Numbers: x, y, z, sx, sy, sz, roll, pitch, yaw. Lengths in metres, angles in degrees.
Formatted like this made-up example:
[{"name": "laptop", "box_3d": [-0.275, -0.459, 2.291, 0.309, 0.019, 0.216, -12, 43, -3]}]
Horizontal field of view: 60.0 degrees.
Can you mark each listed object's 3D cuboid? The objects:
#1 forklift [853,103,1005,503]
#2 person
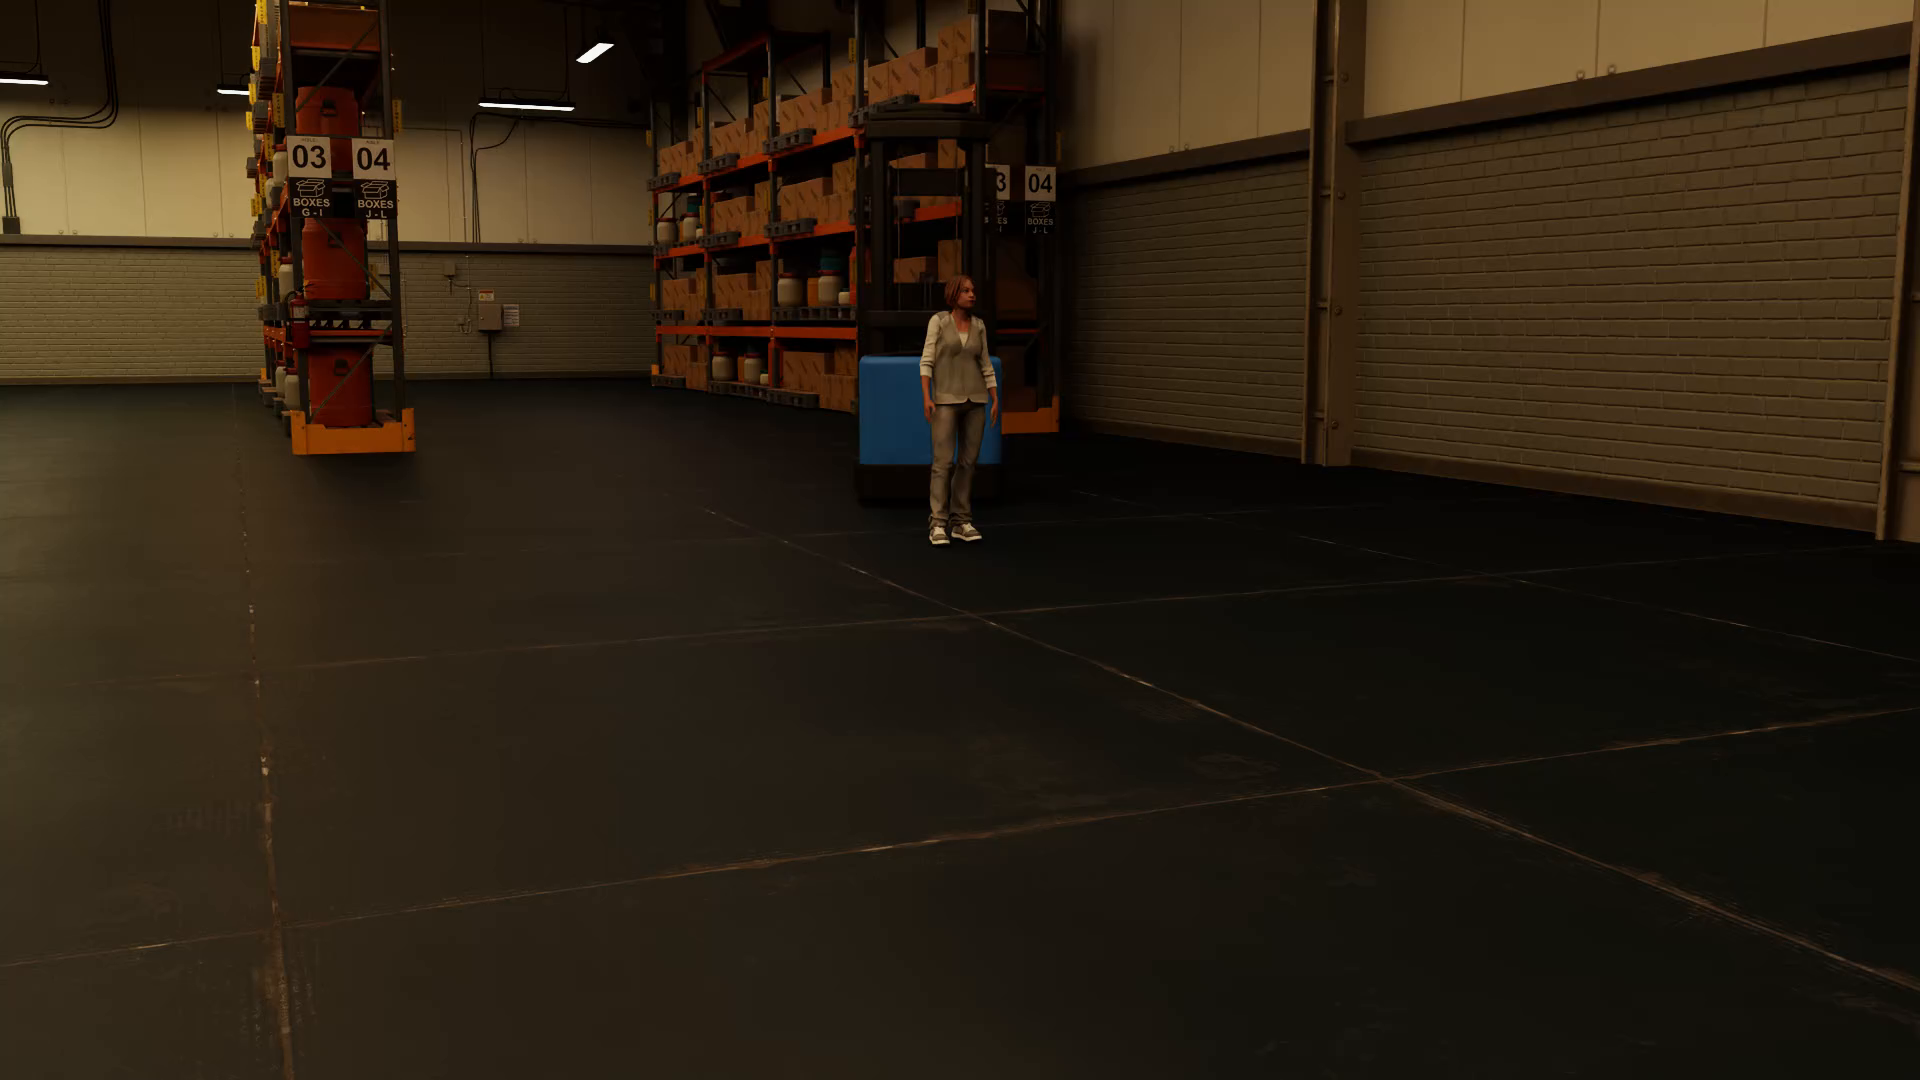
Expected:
[{"name": "forklift", "box_3d": [-0.269, -1.881, 13.207, 1.130, 2.935, 3.031, 0, 8, -2]}, {"name": "person", "box_3d": [0.017, -0.789, 9.976, 0.521, 1.596, 0.475, -3, 8, -23]}]
